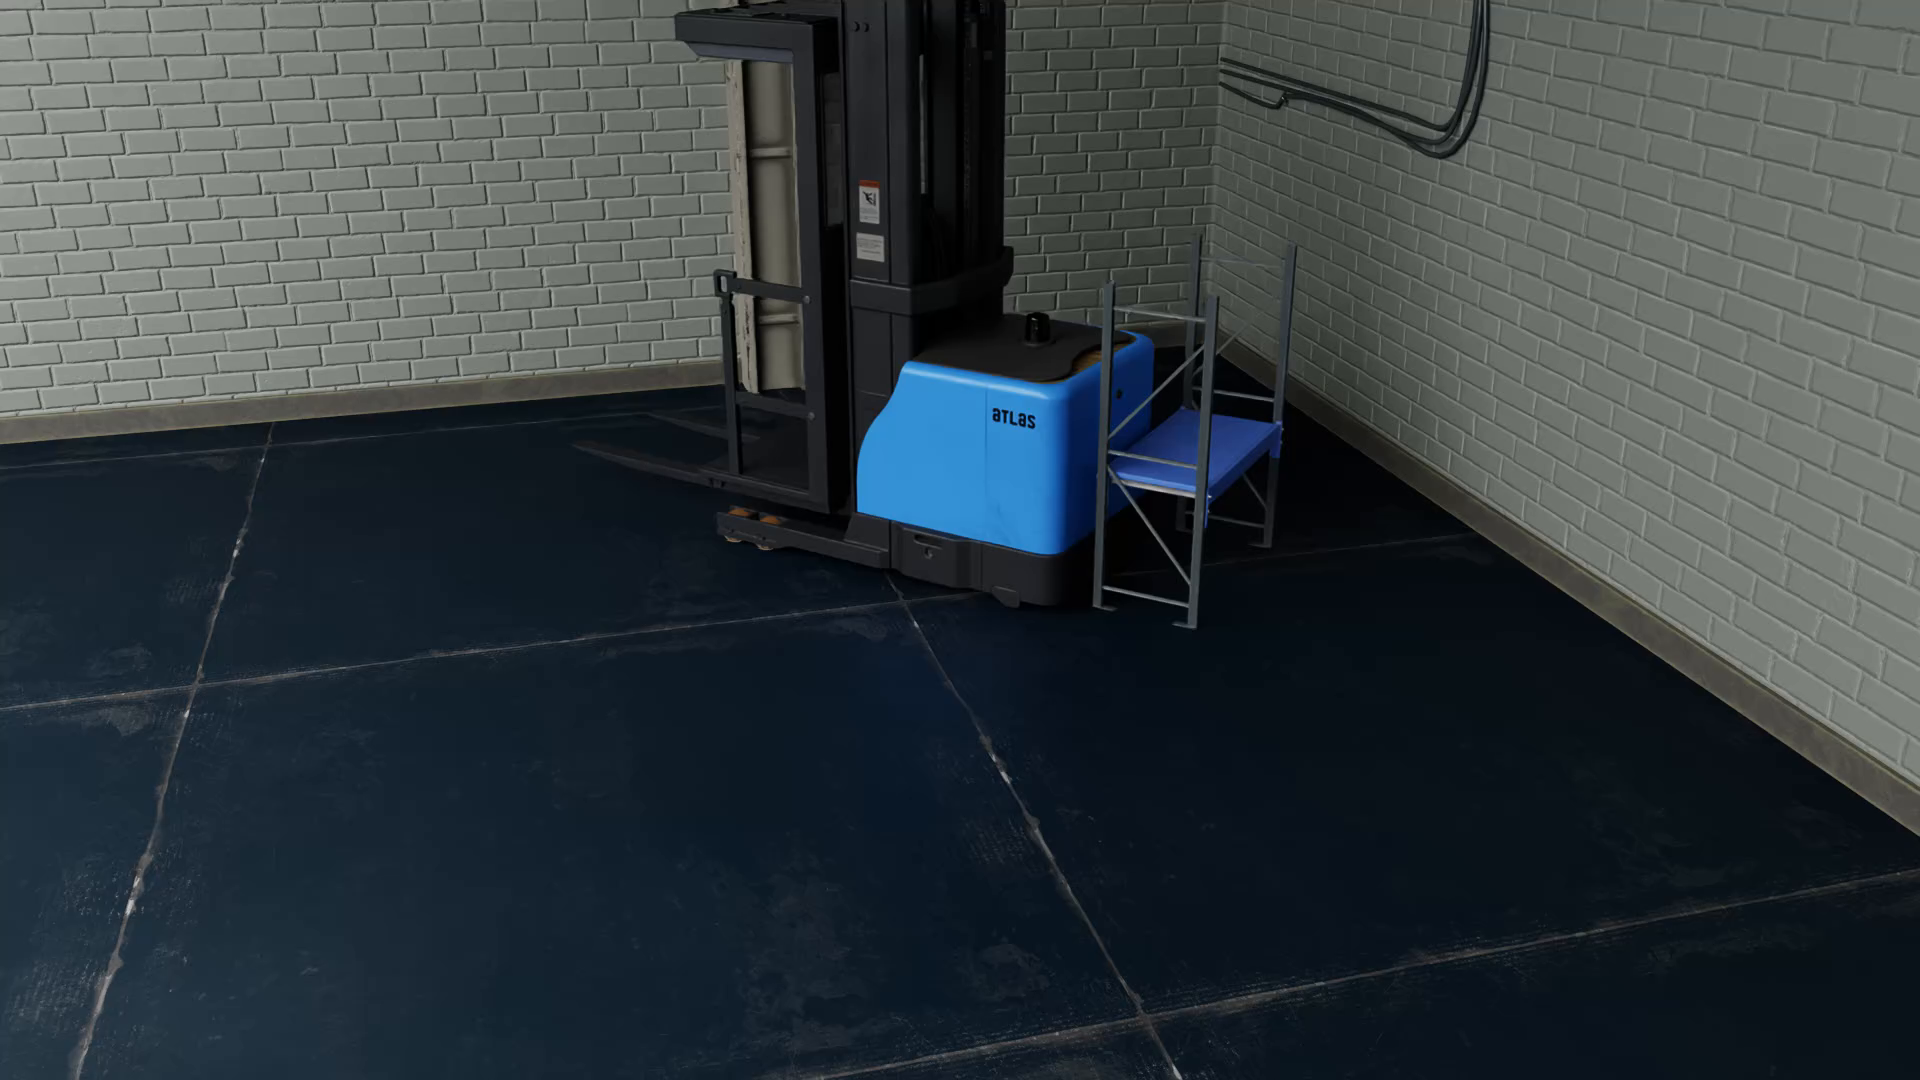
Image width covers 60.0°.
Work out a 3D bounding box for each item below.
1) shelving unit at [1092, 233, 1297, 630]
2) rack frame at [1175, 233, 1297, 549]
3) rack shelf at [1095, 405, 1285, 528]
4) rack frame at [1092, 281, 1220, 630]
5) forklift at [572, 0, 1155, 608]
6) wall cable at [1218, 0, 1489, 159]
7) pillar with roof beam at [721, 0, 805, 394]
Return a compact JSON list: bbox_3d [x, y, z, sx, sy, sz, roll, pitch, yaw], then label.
[{"bbox_3d":[1.069,-0.520,7.560,0.538,1.500,1.048,12,26,26],"label":"shelving unit"},{"bbox_3d":[1.310,-0.697,7.971,0.500,1.500,0.032,12,26,26],"label":"rack frame"},{"bbox_3d":[1.069,-0.355,7.631,0.538,0.185,1.000,12,26,26],"label":"rack shelf"},{"bbox_3d":[0.828,-0.344,7.149,0.500,1.500,0.032,12,26,26],"label":"rack frame"},{"bbox_3d":[-0.606,-1.457,7.928,3.031,2.935,1.130,13,27,28],"label":"forklift"},{"bbox_3d":[2.034,-3.499,8.930,0.112,2.526,3.097,-6,24,-14],"label":"wall cable"},{"bbox_3d":[0.003,-3.480,4.948,0.400,9.000,9.100,-6,24,-14],"label":"pillar with roof beam"}]
